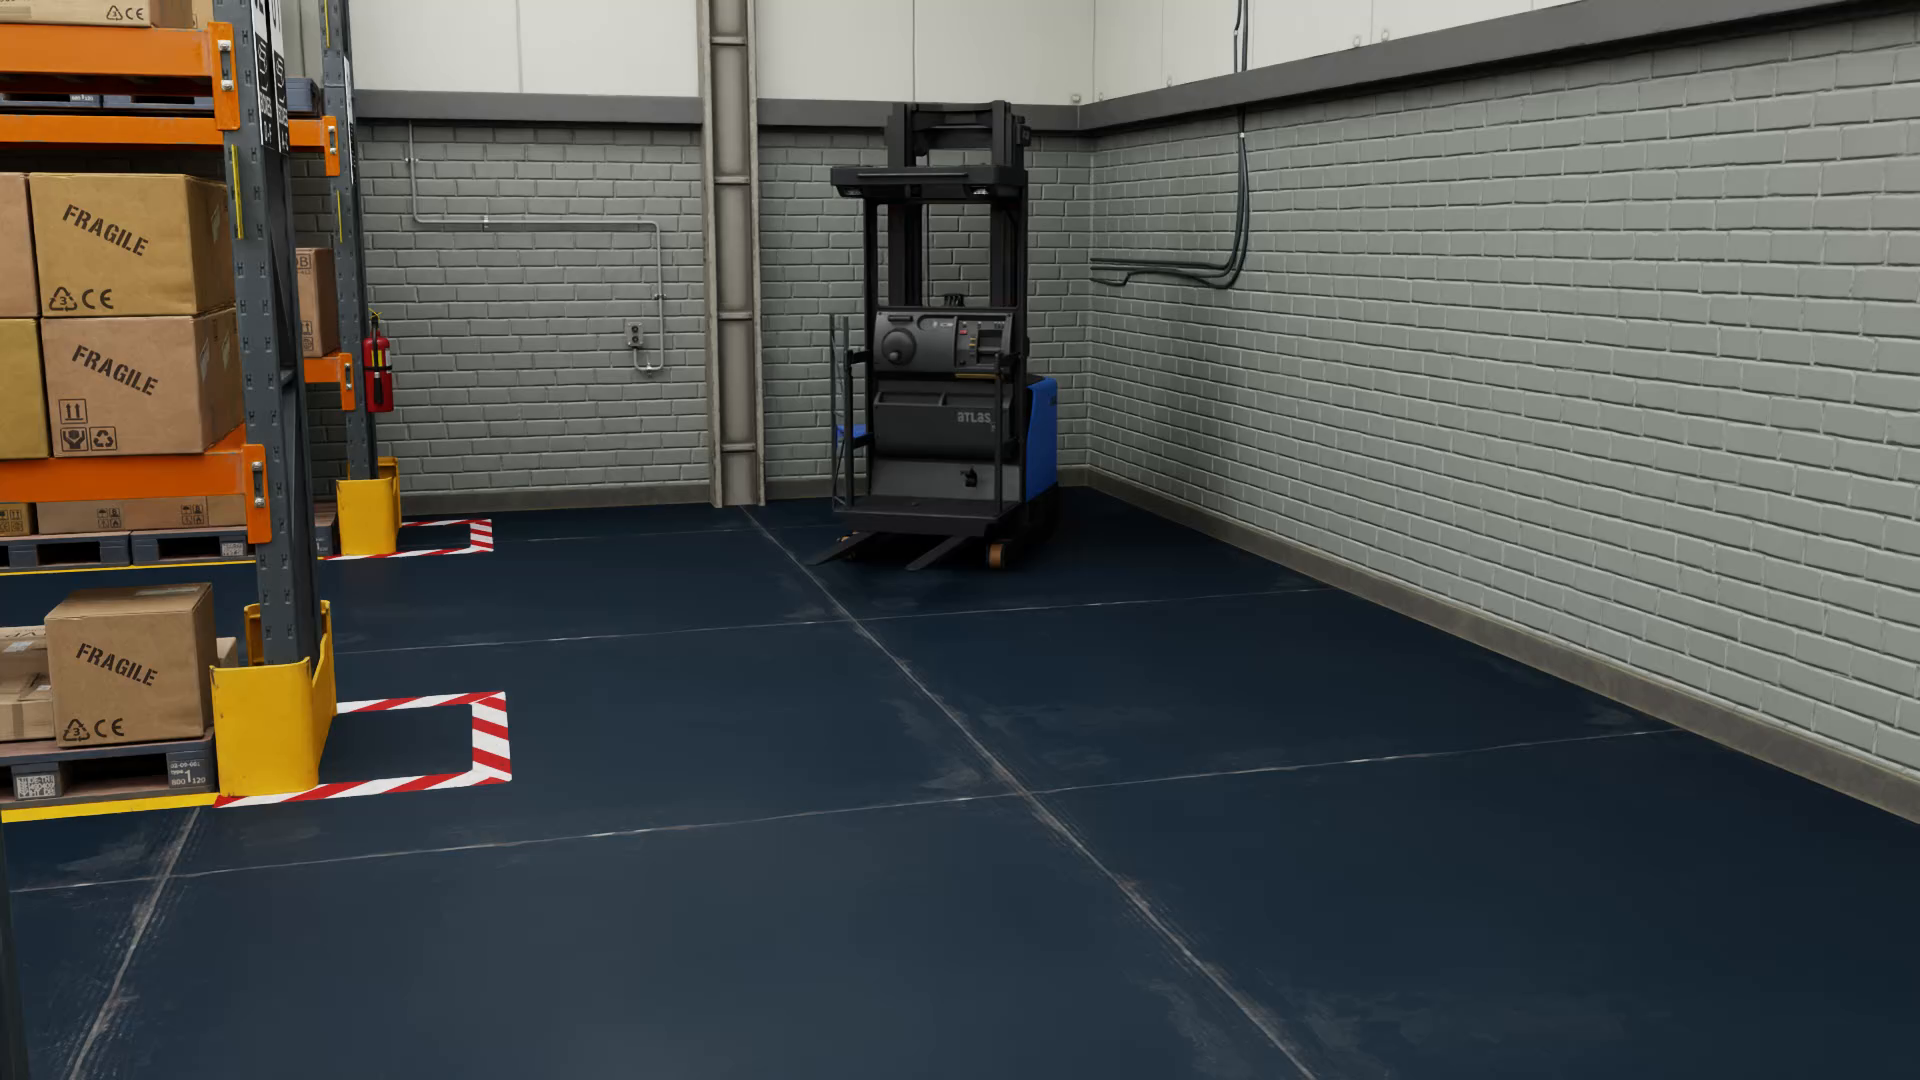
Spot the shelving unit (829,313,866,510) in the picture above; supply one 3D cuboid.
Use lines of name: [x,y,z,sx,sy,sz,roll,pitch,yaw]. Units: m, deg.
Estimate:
shelving unit: [-0.412,-0.956,12.595,1.048,1.500,0.538,-3,11,-17]

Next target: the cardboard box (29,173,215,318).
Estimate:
cardboard box: [-3.065,-1.085,6.119,0.500,0.500,0.500,-3,11,-16]

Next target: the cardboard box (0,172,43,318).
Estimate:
cardboard box: [-3.550,-1.059,5.979,0.500,0.500,0.500,-3,11,-14]

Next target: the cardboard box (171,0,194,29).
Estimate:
cardboard box: [-3.279,-2.034,6.441,0.500,0.250,0.500,-3,11,-16]

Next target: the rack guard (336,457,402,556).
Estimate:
rack guard: [-4.080,-0.247,11.510,0.348,0.500,1.175,-3,11,-16]

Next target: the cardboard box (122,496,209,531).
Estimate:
cardboard box: [-5.227,-0.375,11.041,0.500,0.500,0.700,-3,11,-16]

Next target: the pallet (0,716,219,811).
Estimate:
pallet: [-3.553,0.801,6.612,1.213,0.211,1.003,-3,11,-16]

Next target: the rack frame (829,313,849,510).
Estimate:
rack frame: [-0.898,-0.929,12.448,0.032,1.500,0.500,-3,11,-17]

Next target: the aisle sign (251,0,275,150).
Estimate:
aisle sign: [-2.564,-1.843,6.094,0.004,0.787,0.394,-3,11,-16]

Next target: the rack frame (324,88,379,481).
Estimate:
rack frame: [-4.103,-1.476,11.277,0.127,3.000,1.000,-3,11,-16]

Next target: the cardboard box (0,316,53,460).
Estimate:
cardboard box: [-3.566,-0.567,6.065,0.500,0.500,0.500,-3,11,-15]

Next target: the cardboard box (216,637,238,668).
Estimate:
cardboard box: [-3.213,0.533,7.028,0.250,0.149,0.380,-3,11,-16]

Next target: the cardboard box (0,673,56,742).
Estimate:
cardboard box: [-3.582,0.638,6.408,0.250,0.166,0.380,-3,11,-16]

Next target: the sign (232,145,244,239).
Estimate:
sign: [-2.579,-1.242,5.937,0.005,0.325,0.100,-3,11,-16]

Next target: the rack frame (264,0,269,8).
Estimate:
rack frame: [-2.715,-3.565,6.057,0.127,3.000,1.000,-3,11,-16]

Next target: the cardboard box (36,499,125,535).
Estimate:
cardboard box: [-5.710,-0.349,10.902,0.500,0.500,0.700,-3,11,-18]

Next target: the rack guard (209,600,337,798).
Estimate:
rack guard: [-2.788,0.619,6.806,0.348,0.500,1.175,-3,11,-16]

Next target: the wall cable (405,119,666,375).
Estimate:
wall cable: [-3.138,-2.204,12.430,1.851,1.984,0.084,-3,11,-16]

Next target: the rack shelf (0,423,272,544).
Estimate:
rack shelf: [-4.635,-0.160,6.115,4.000,0.370,1.077,-3,11,-16]

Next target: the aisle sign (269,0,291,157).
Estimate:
aisle sign: [-2.731,-1.948,6.661,0.004,0.787,0.394,-3,11,-16]

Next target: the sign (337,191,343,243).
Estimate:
sign: [-3.965,-2.066,10.634,0.005,0.325,0.100,-3,11,-16]

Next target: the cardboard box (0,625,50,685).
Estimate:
cardboard box: [-3.796,0.525,6.790,0.500,0.250,0.500,-3,11,-16]

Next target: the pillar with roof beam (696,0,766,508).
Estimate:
pillar with roof beam: [-0.549,-3.965,8.227,0.400,9.000,9.100,-3,11,-16]

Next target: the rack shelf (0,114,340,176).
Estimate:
rack shelf: [-6.023,-2.496,10.521,4.000,0.370,1.077,-3,11,-16]

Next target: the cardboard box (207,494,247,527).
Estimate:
cardboard box: [-4.747,-0.400,11.178,0.500,0.500,0.700,-3,11,-16]

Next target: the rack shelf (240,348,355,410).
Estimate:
rack shelf: [-6.023,-1.021,10.792,4.000,0.370,1.077,-3,11,-16]

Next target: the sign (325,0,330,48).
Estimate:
sign: [-3.965,-3.252,10.416,0.005,0.325,0.100,-3,11,-16]

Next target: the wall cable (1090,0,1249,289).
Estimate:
wall cable: [1.428,-3.123,12.232,0.112,2.526,3.097,-3,11,-16]

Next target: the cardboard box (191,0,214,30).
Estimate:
cardboard box: [-4.729,-3.417,10.445,0.500,0.500,0.500,-3,11,-16]

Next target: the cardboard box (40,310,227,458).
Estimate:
cardboard box: [-3.069,-0.594,6.211,0.500,0.500,0.500,-3,11,-14]

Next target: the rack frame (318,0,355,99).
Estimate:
rack frame: [-4.103,-4.426,10.734,0.127,3.000,1.000,-3,11,-16]

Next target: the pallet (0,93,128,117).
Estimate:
pallet: [-5.986,-2.805,10.460,1.213,0.211,1.003,-3,11,-16]

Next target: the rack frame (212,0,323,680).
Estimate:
rack frame: [-2.715,-0.615,6.600,0.127,3.000,1.000,-3,11,-16]

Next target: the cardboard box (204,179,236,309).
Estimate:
cardboard box: [-3.214,-1.179,6.628,0.500,0.500,0.500,-3,11,-14]

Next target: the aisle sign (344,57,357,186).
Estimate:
aisle sign: [-3.950,-2.706,10.778,0.004,0.787,0.394,-3,11,-16]

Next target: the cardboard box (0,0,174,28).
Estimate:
cardboard box: [-3.134,-1.944,5.952,0.500,0.250,0.500,-3,11,-16]

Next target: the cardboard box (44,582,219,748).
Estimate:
cardboard box: [-3.168,0.469,6.405,0.500,0.500,0.500,-3,11,-16]

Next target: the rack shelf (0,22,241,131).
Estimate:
rack shelf: [-4.635,-1.635,5.844,4.000,0.370,1.077,-3,11,-16]

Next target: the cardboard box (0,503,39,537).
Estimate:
cardboard box: [-6.220,-0.321,10.748,0.500,0.500,0.700,-3,11,-15]

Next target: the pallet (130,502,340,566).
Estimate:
pallet: [-4.849,-0.050,11.236,1.213,0.211,1.003,-3,11,-16]

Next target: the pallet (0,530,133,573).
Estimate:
pallet: [-6.018,0.011,10.904,1.213,0.211,1.003,-3,11,-16]

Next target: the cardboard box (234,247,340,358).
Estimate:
cardboard box: [-4.590,-1.596,11.100,0.700,0.700,0.980,-3,11,-13]

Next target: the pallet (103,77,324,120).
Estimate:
pallet: [-4.812,-2.868,10.799,1.213,0.211,1.003,-3,11,-16]

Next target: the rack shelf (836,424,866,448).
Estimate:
rack shelf: [-0.412,-0.779,12.628,1.000,0.185,0.538,-3,11,-17]

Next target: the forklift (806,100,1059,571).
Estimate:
forklift: [-0.165,-1.333,10.691,1.130,2.935,3.031,3,11,15]

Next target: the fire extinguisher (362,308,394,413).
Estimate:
fire extinguisher: [-3.829,-1.182,10.923,0.183,0.674,0.296,-3,11,-16]

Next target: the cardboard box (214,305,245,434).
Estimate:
cardboard box: [-3.214,-0.687,6.718,0.500,0.500,0.500,-3,11,-15]
